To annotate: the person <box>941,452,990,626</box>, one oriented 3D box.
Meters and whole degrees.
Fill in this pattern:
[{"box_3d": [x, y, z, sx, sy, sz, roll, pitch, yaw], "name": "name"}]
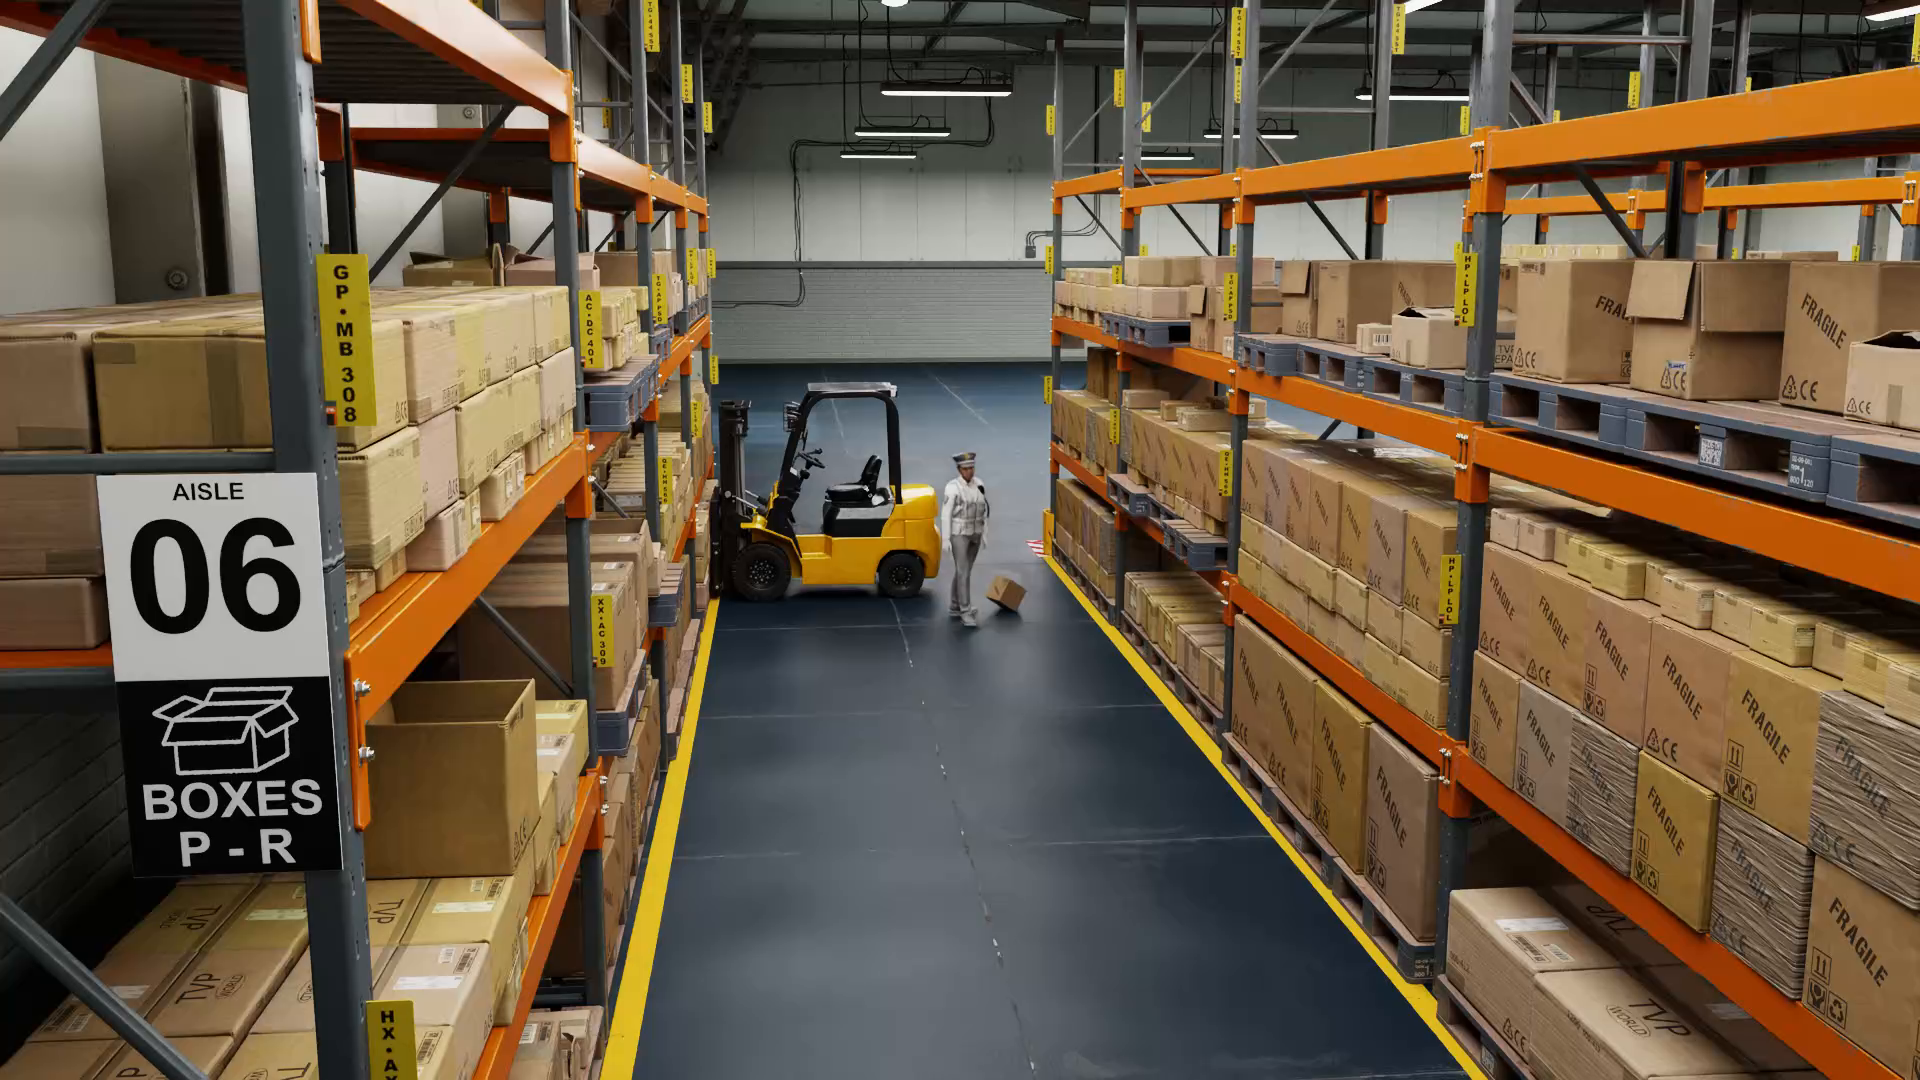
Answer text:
[{"box_3d": [0.052, -0.035, 16.053, 0.529, 1.660, 0.598, -9, 14, -41], "name": "person"}]
